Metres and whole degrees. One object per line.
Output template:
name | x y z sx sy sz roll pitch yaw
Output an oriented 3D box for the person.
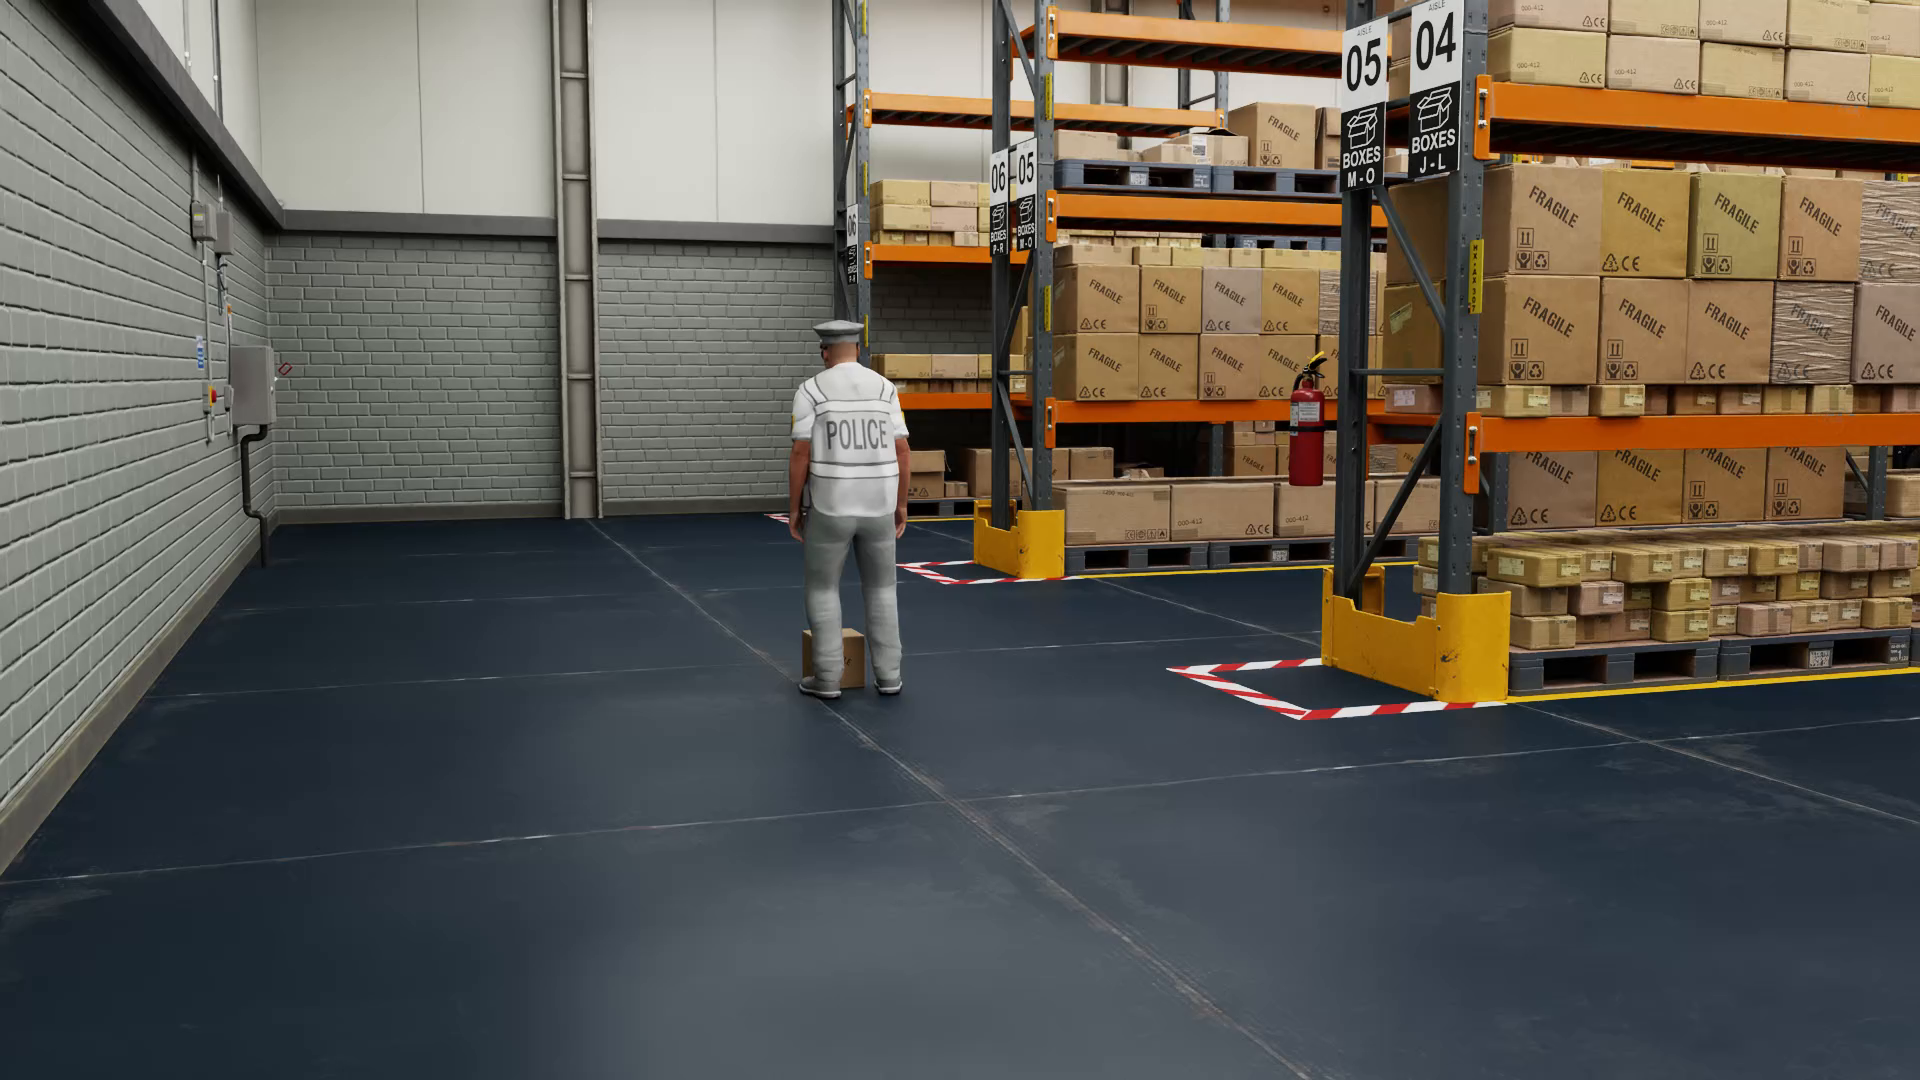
person | -0.513 -0.145 7.740 0.585 1.747 0.439 -2 6 -19
